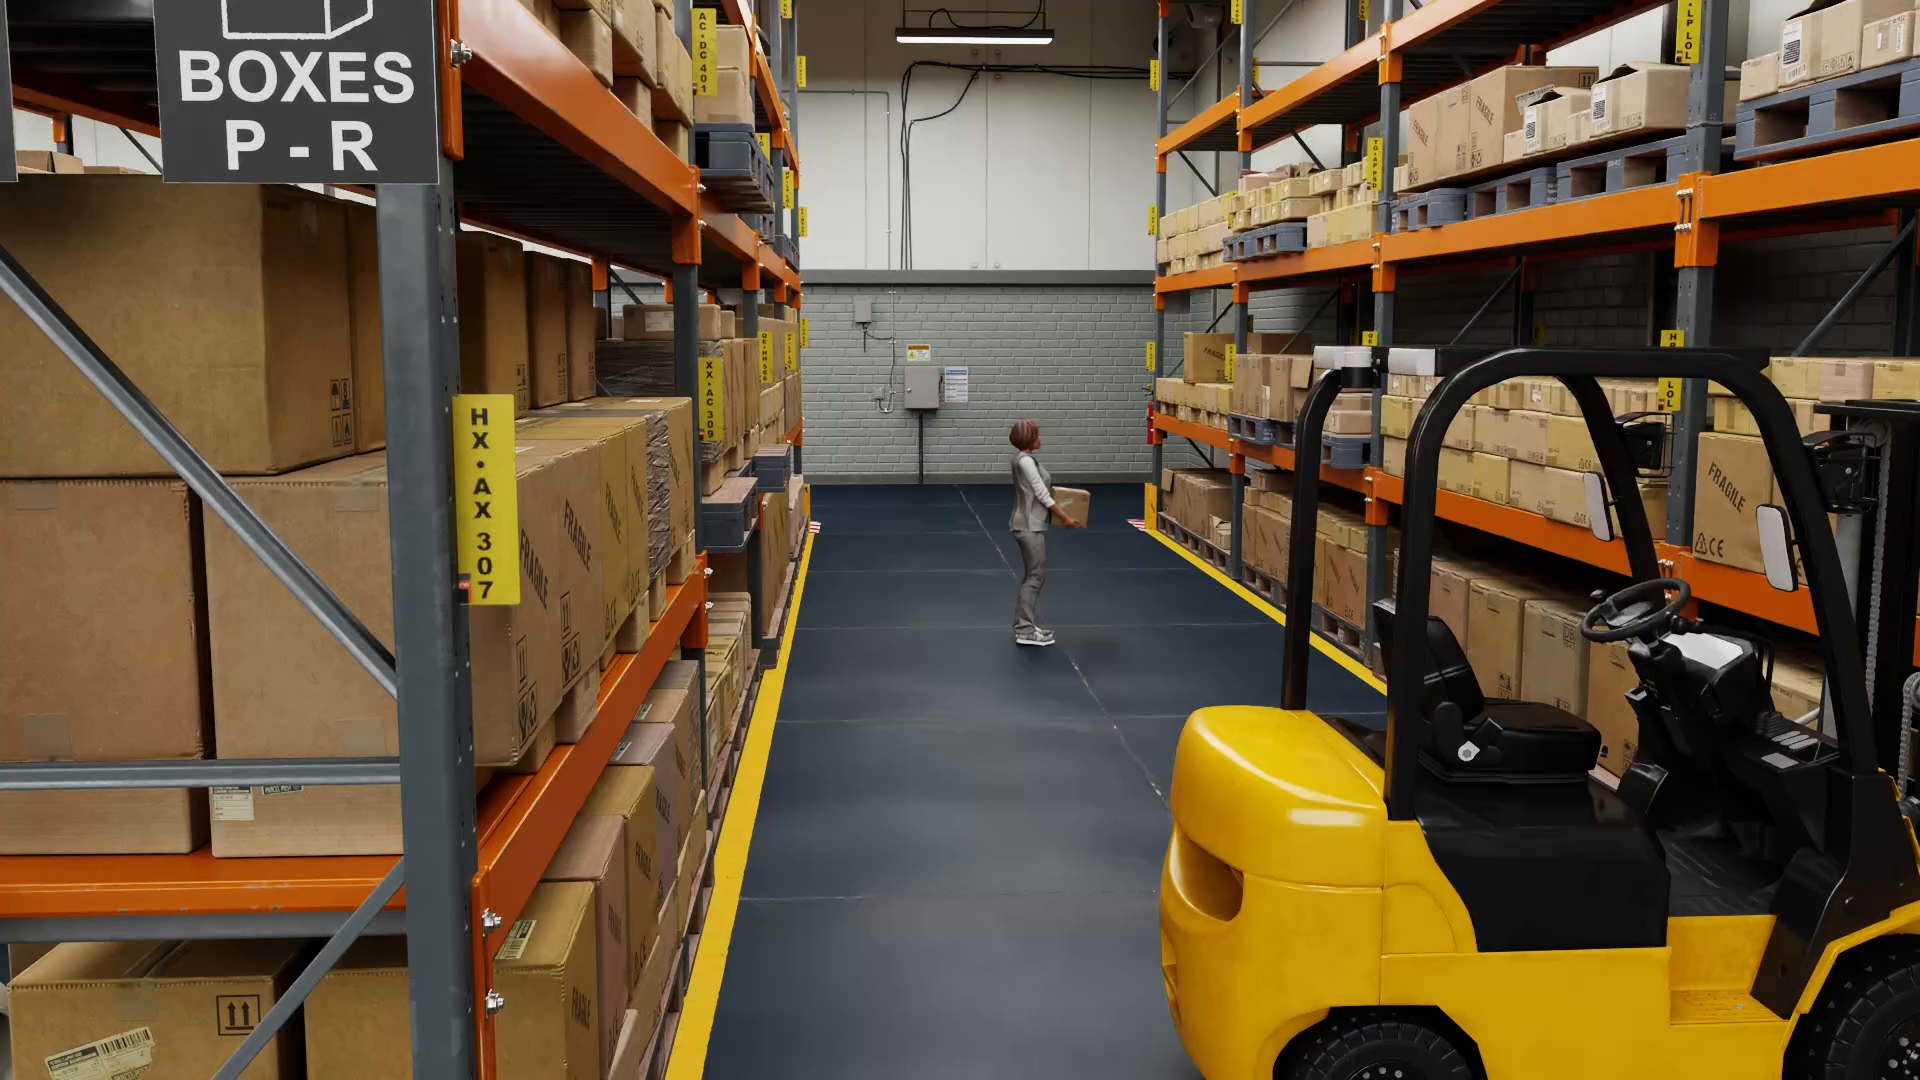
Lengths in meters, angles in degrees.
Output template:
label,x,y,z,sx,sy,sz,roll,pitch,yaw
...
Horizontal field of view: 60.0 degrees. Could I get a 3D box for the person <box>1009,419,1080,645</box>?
label,x,y,z,sx,sy,sz,roll,pitch,yaw
person,0.593,-0.060,11.807,0.494,1.593,0.404,0,7,-3
